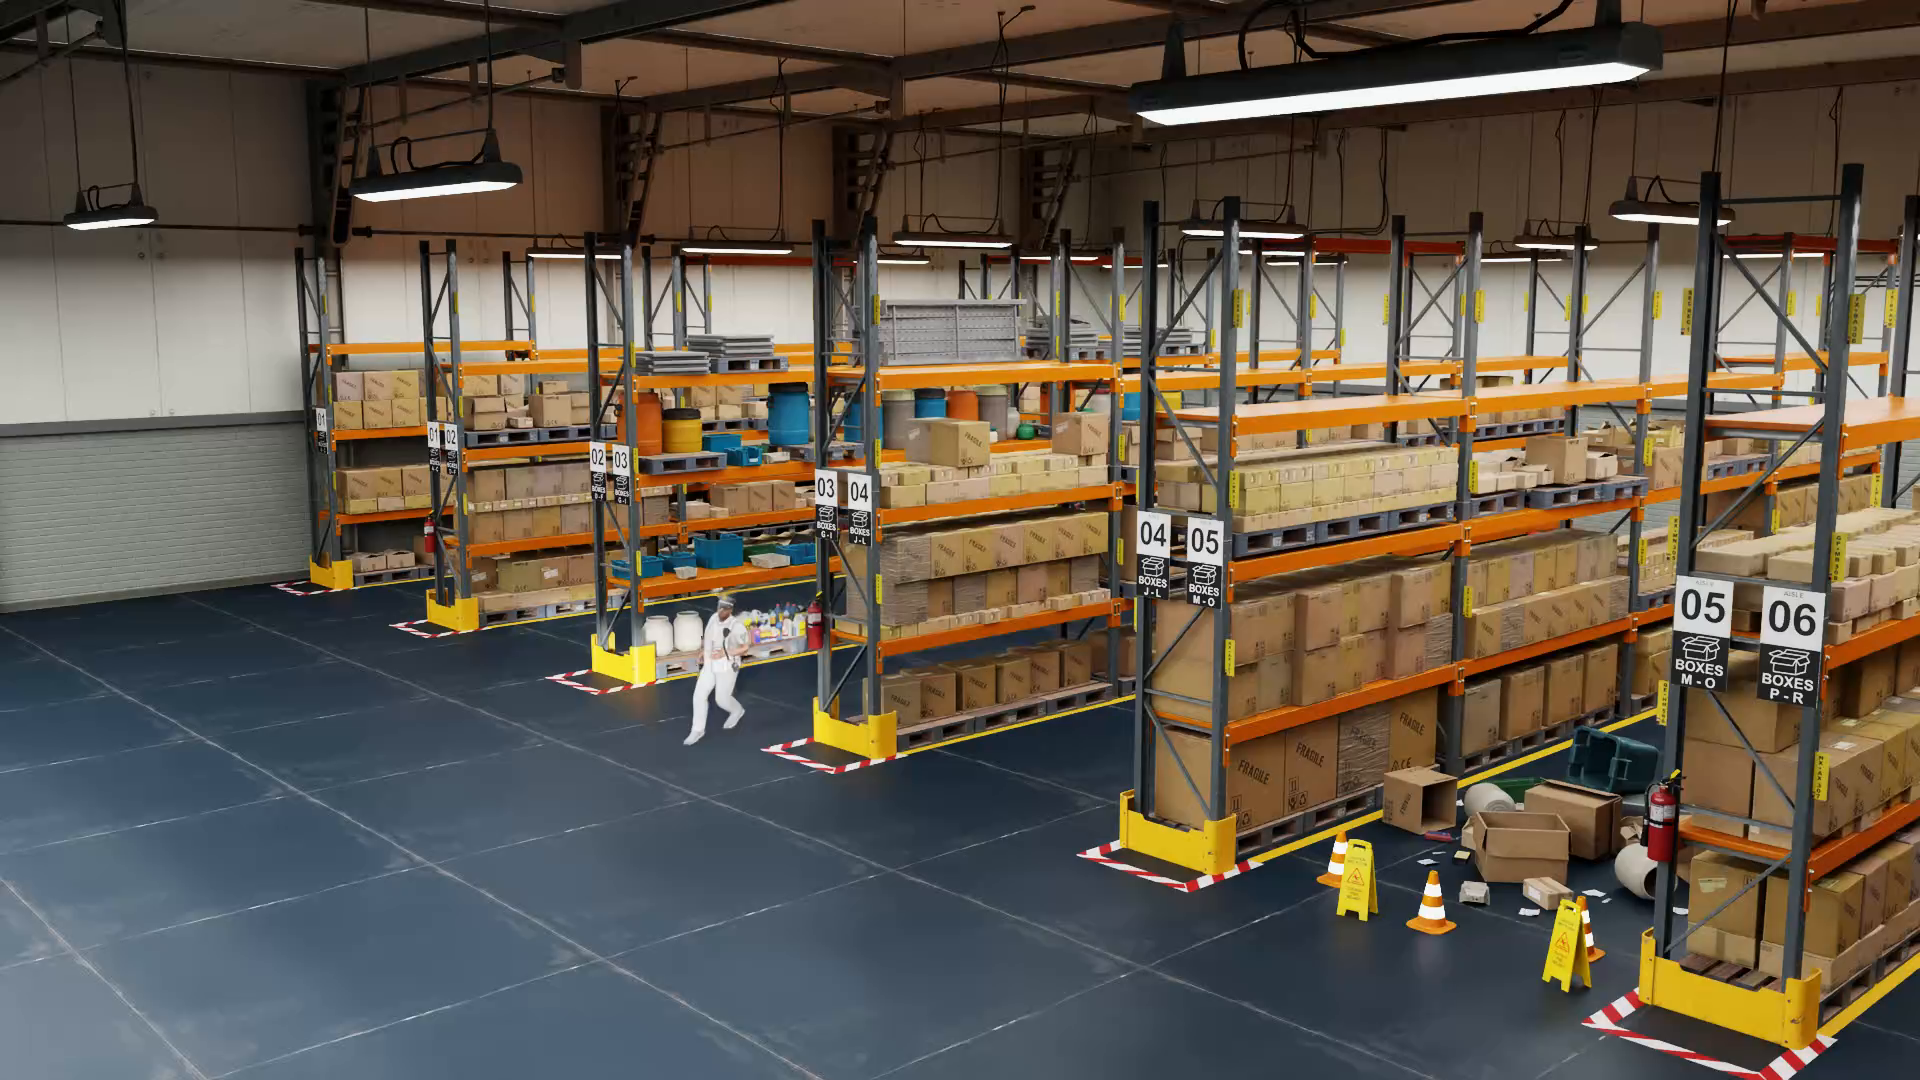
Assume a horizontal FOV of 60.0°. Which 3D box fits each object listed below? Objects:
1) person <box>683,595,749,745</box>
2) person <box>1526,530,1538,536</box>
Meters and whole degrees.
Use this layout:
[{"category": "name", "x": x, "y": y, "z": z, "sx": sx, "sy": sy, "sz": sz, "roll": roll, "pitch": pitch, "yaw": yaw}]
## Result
[{"category": "person", "x": -2.748, "y": 1.487, "z": 19.411, "sx": 0.697, "sy": 1.770, "sz": 0.873, "roll": 4, "pitch": 9, "yaw": 28}, {"category": "person", "x": 8.192, "y": 0.767, "z": 23.923, "sx": 0.658, "sy": 1.834, "sz": 0.776, "roll": 7, "pitch": 11, "yaw": 38}]
